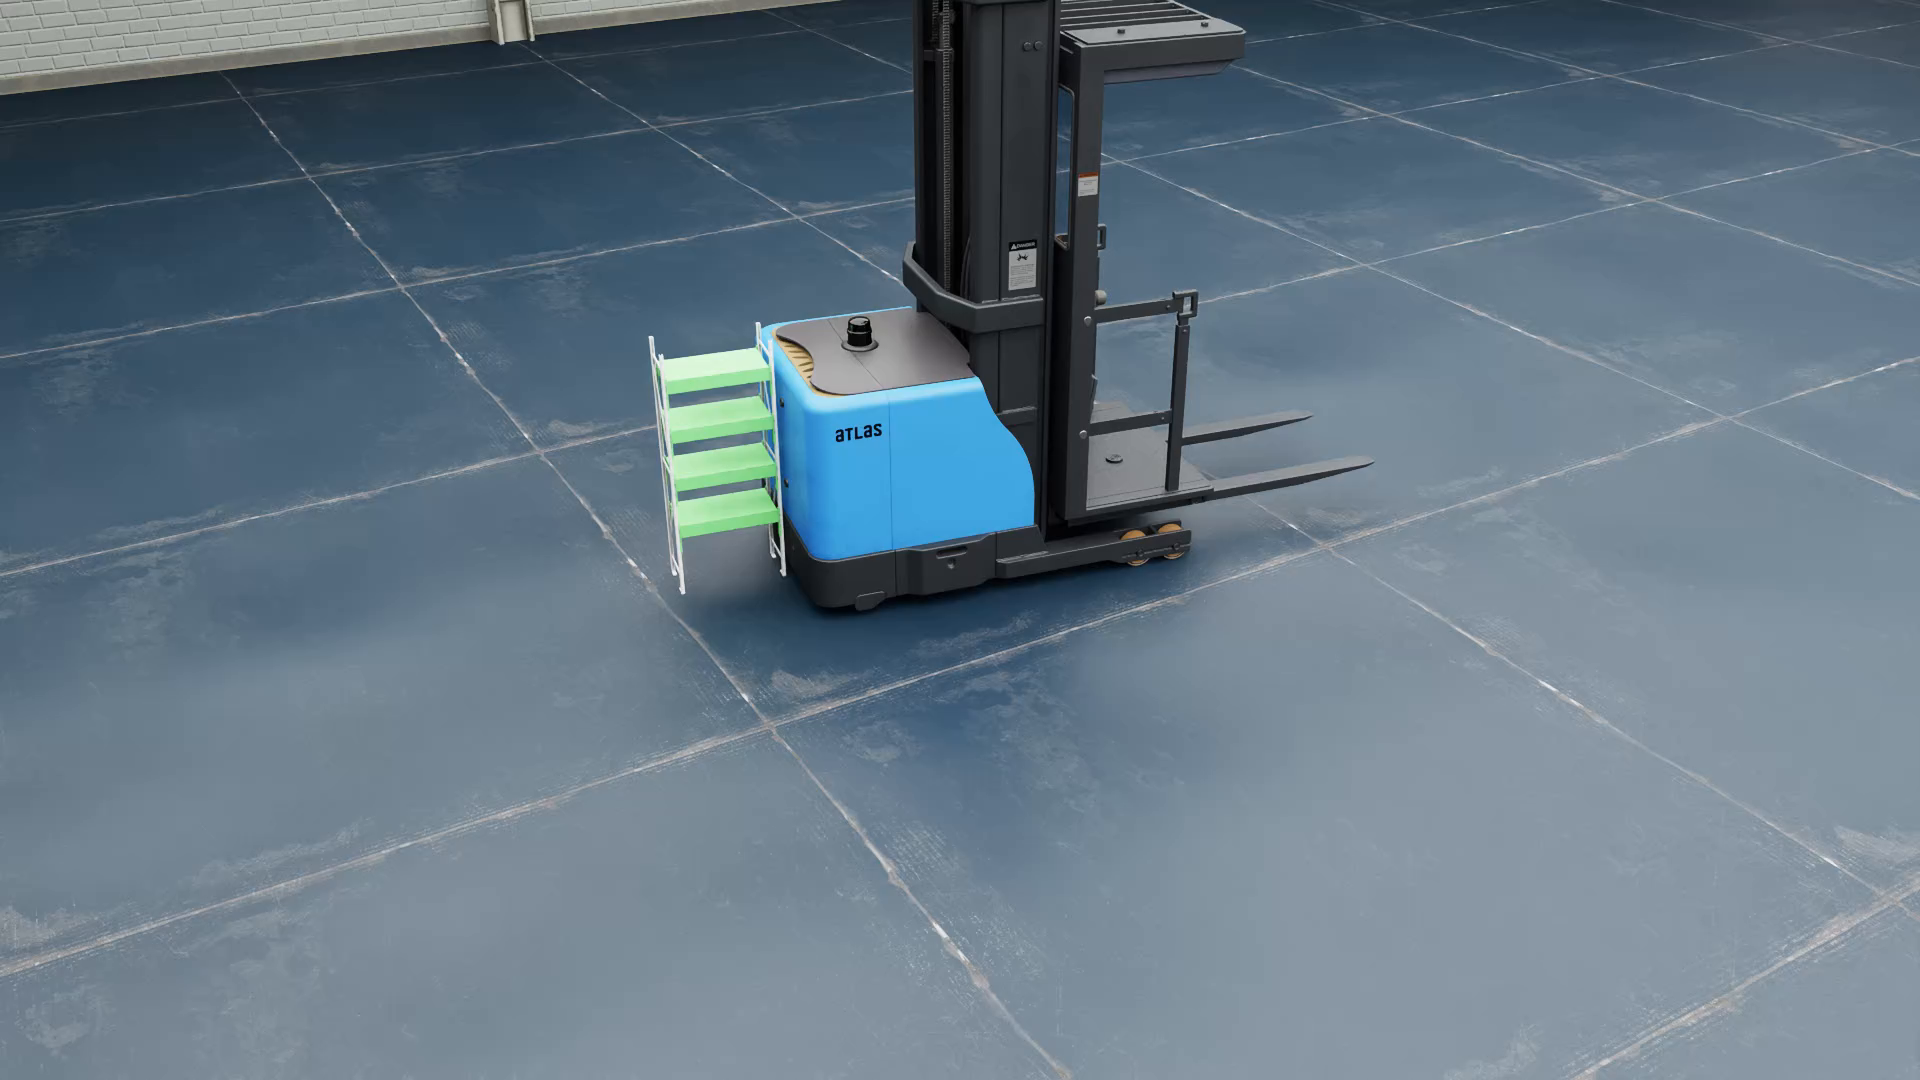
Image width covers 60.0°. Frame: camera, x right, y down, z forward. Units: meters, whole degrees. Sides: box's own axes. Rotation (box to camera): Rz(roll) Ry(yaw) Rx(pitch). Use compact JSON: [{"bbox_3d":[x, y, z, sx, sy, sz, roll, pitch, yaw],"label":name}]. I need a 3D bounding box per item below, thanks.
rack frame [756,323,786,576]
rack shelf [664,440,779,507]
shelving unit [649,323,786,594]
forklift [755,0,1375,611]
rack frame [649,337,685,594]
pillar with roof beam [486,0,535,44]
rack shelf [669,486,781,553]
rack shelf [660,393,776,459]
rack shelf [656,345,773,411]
[{"bbox_3d":[-0.879,-0.408,7.747,0.015,1.200,0.240,-10,30,-18],"label":"rack frame"},{"bbox_3d":[-1.108,-0.311,7.704,0.480,0.148,0.258,-10,30,-18],"label":"rack shelf"},{"bbox_3d":[-1.108,-0.367,7.673,0.503,1.200,0.258,-10,30,-18],"label":"shelving unit"},{"bbox_3d":[0.592,-1.388,7.732,3.031,2.935,1.130,-10,30,-18],"label":"forklift"},{"bbox_3d":[-1.337,-0.326,7.599,0.015,1.200,0.240,-10,30,-18],"label":"rack frame"},{"bbox_3d":[-2.694,-7.602,12.712,0.400,9.000,9.100,-16,33,-26],"label":"pillar with roof beam"},{"bbox_3d":[-1.108,-0.101,7.820,0.480,0.148,0.258,-10,30,-18],"label":"rack shelf"},{"bbox_3d":[-1.108,-0.521,7.588,0.480,0.148,0.258,-10,30,-18],"label":"rack shelf"},{"bbox_3d":[-1.108,-0.731,7.472,0.480,0.148,0.258,-10,30,-18],"label":"rack shelf"}]
